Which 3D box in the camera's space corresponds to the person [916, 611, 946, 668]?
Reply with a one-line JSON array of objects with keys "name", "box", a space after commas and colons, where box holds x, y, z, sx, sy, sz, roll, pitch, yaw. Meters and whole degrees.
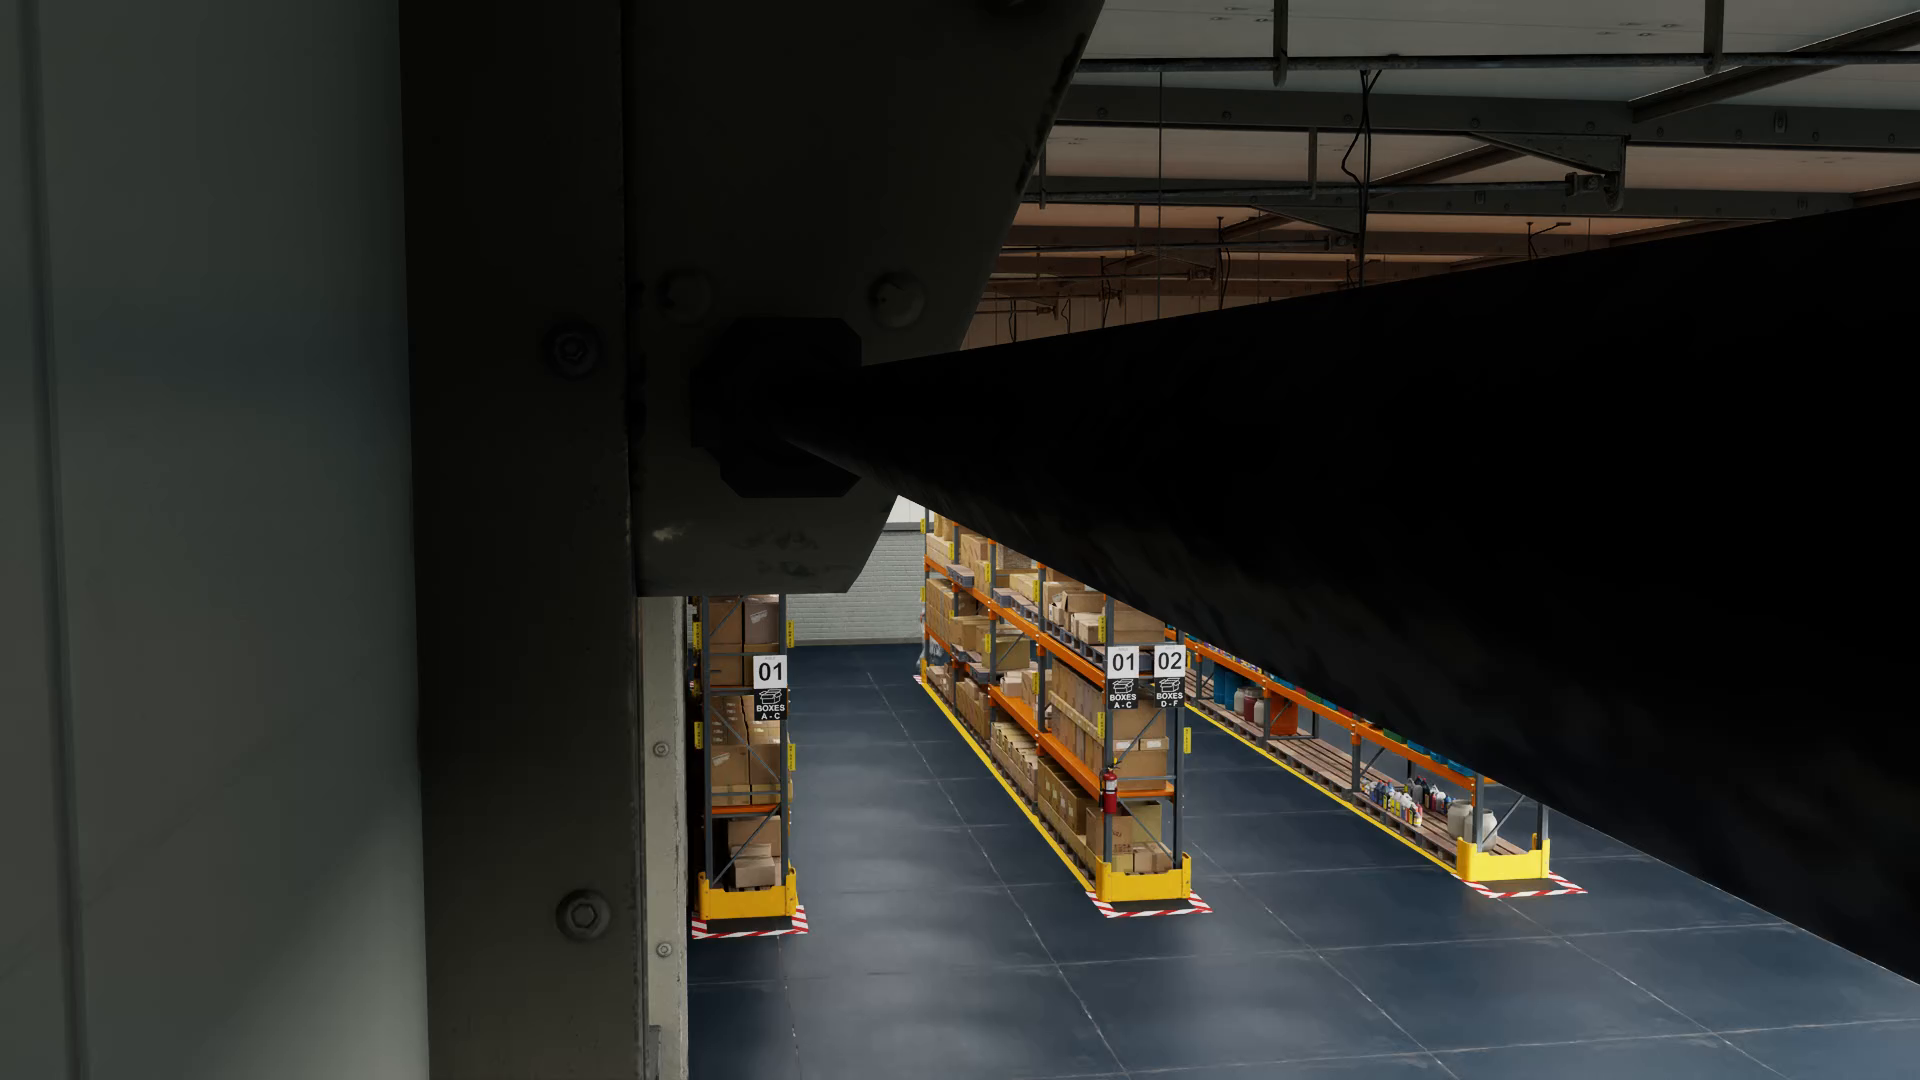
[{"name": "person", "box": [-0.590, 2.126, 37.914, 0.855, 1.779, 0.644, 1, 5, 8]}]
